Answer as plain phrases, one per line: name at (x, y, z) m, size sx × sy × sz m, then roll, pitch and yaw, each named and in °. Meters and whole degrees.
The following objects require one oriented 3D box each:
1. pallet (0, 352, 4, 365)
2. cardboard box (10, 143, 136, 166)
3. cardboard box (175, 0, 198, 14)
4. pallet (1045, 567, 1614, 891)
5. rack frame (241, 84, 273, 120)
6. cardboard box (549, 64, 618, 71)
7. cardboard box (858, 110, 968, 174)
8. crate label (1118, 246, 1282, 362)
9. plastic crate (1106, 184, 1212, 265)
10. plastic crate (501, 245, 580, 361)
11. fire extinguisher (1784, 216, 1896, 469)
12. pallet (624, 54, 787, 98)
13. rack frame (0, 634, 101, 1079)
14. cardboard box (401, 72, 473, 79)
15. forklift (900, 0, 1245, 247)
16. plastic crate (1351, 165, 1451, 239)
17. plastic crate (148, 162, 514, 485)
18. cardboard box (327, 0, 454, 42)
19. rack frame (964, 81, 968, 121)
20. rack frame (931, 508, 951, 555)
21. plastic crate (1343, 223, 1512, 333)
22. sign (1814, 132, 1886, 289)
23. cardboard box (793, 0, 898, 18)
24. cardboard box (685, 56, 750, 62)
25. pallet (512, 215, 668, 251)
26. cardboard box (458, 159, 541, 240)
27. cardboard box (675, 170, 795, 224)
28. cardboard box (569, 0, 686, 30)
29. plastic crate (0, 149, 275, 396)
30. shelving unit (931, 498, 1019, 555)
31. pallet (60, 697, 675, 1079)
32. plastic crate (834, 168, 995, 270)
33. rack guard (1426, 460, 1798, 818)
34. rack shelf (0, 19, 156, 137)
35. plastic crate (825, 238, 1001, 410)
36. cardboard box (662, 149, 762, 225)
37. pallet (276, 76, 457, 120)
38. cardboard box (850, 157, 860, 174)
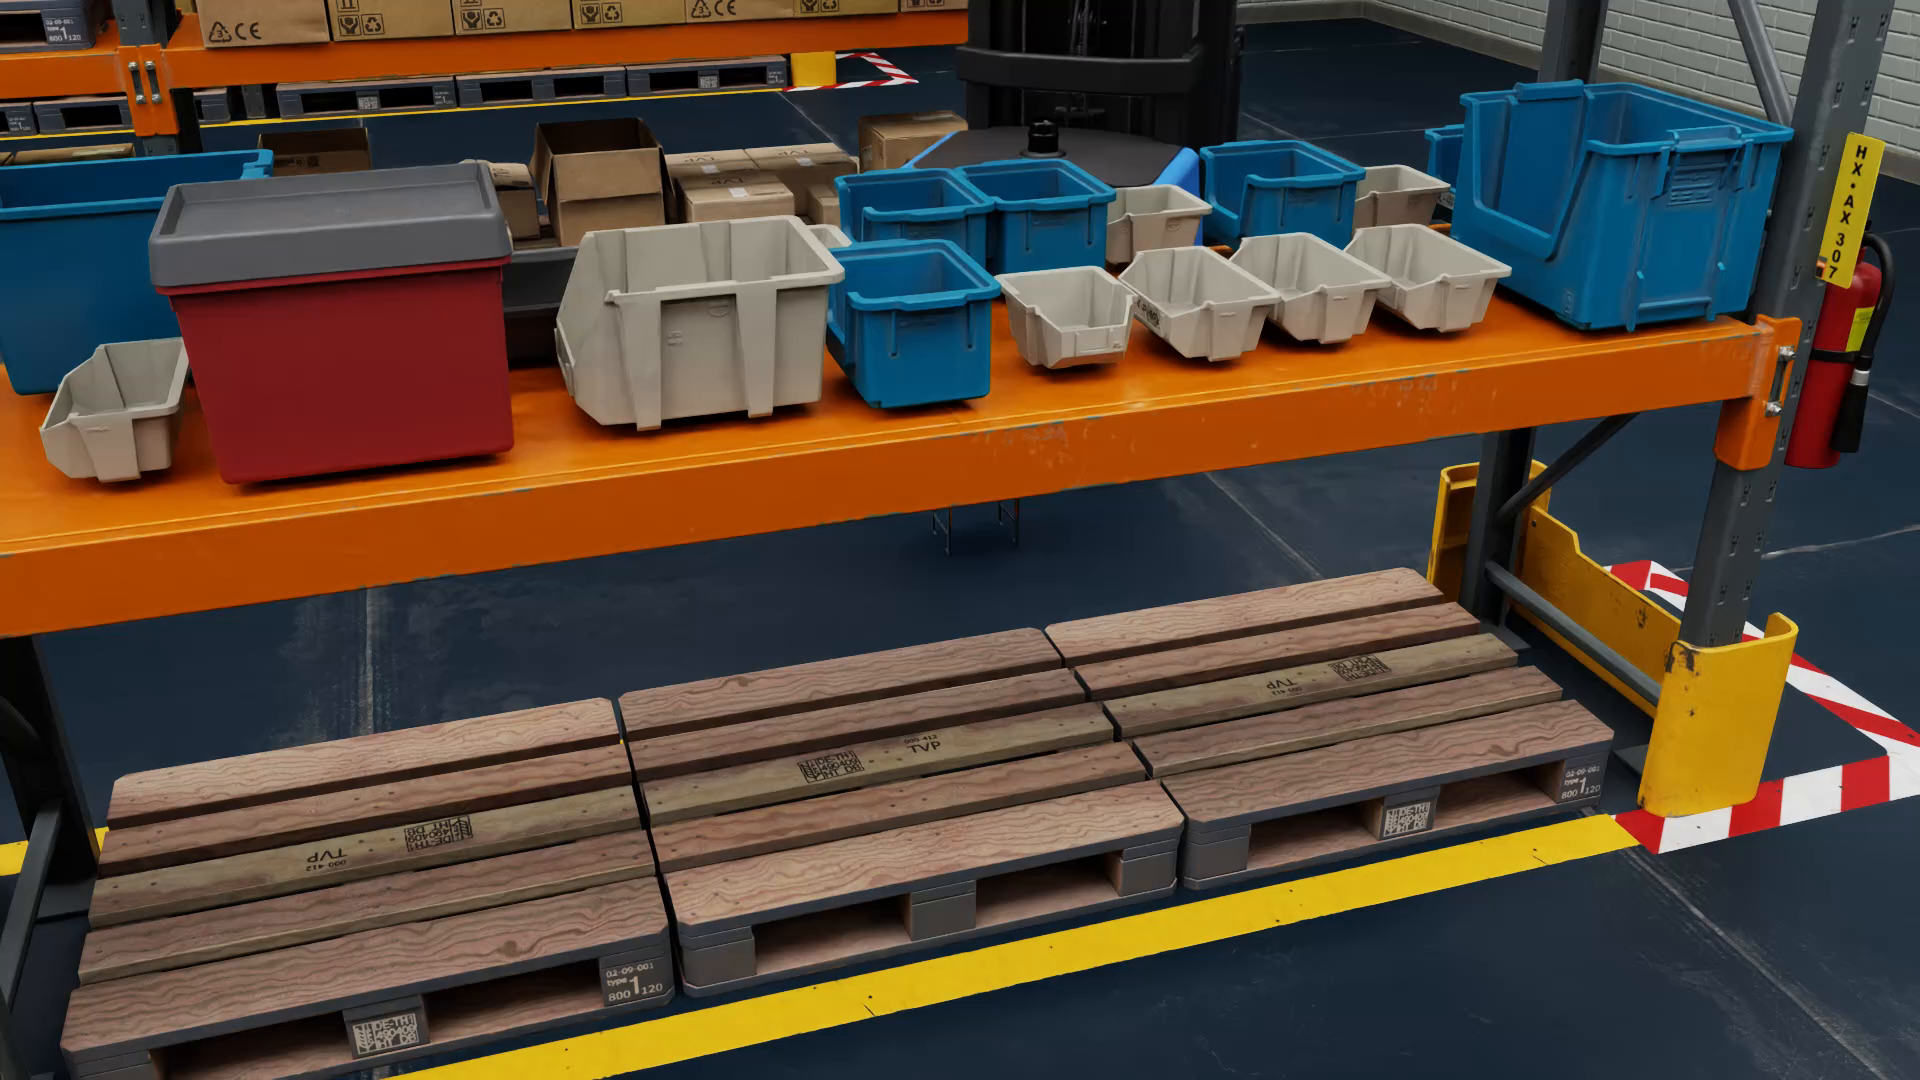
pallet at (-4.332, -1.046, 7.619) m, size 1.213 × 0.211 × 1.003 m, roll -8°, pitch 28°, yaw -16°
cardboard box at (-4.106, -1.537, 7.788) m, size 0.500 × 0.500 × 0.500 m, roll -10°, pitch 28°, yaw -18°
cardboard box at (-5.686, -3.597, 11.568) m, size 0.750 × 0.750 × 0.750 m, roll -8°, pitch 27°, yaw -15°
pallet at (0.967, 0.468, 4.571) m, size 1.213 × 0.211 × 1.003 m, roll -8°, pitch 28°, yaw -16°
rack frame at (-5.108, -4.517, 11.474) m, size 0.127 × 3.000 × 1.000 m, roll -8°, pitch 28°, yaw -16°
cardboard box at (-2.893, -3.859, 12.488) m, size 0.500 × 0.500 × 0.700 m, roll -9°, pitch 28°, yaw -18°
cardboard box at (-0.208, -1.872, 8.464) m, size 0.500 × 0.500 × 0.500 m, roll -8°, pitch 28°, yaw -16°
crate label at (0.507, -0.516, 3.645) m, size 0.243 × 0.136 × 0.396 m, roll -8°, pitch 28°, yaw -16°
plastic crate at (0.451, -0.790, 4.197) m, size 0.298 × 0.136 × 0.250 m, roll -8°, pitch 28°, yaw -16°
plastic crate at (-1.059, -0.499, 3.624) m, size 0.590 × 0.125 × 0.437 m, roll -8°, pitch 28°, yaw -16°
fire extinguisher at (2.048, -0.506, 3.901) m, size 0.183 × 0.674 × 0.296 m, roll -8°, pitch 28°, yaw -16°
pallet at (-2.041, -3.675, 12.916) m, size 1.213 × 0.211 × 1.003 m, roll -8°, pitch 28°, yaw -16°
rack frame at (-2.040, -0.328, 3.037) m, size 0.127 × 3.000 × 1.000 m, roll -8°, pitch 28°, yaw -16°
cardboard box at (-3.886, -3.713, 12.194) m, size 0.500 × 0.500 × 0.700 m, roll -9°, pitch 28°, yaw -17°
forklift at (0.640, -2.220, 6.926) m, size 1.130 × 2.935 × 3.031 m, roll 8°, pitch 27°, yaw 16°
plastic crate at (1.096, -0.883, 4.385) m, size 0.298 × 0.136 × 0.250 m, roll -8°, pitch 28°, yaw -16°
plastic crate at (-1.113, -0.400, 3.044) m, size 0.583 × 0.464 × 0.402 m, roll -8°, pitch 28°, yaw -16°
cardboard box at (-2.515, -2.494, 7.288) m, size 0.500 × 0.500 × 0.500 m, roll -8°, pitch 27°, yaw -15°
rack frame at (0.233, -2.973, 8.366) m, size 0.127 × 3.000 × 1.000 m, roll -8°, pitch 28°, yaw -16°
rack frame at (-0.065, -0.461, 5.498) m, size 0.008 × 1.050 × 0.200 m, roll -8°, pitch 28°, yaw -16°
plastic crate at (1.044, -0.599, 3.811) m, size 0.243 × 0.136 × 0.396 m, roll -8°, pitch 28°, yaw -16°
sign at (1.949, -0.721, 3.646) m, size 0.005 × 0.325 × 0.100 m, roll -8°, pitch 28°, yaw -16°
cardboard box at (-0.601, -2.769, 7.841) m, size 0.500 × 0.500 × 0.500 m, roll -8°, pitch 28°, yaw -16°
cardboard box at (-1.939, -3.997, 12.767) m, size 0.500 × 0.500 × 0.700 m, roll -8°, pitch 28°, yaw -16°
pallet at (-1.755, -1.437, 8.408) m, size 1.213 × 0.211 × 1.003 m, roll -8°, pitch 28°, yaw -16°
cardboard box at (-2.403, -1.717, 8.364) m, size 0.500 × 0.311 × 0.500 m, roll -8°, pitch 28°, yaw -16°
cardboard box at (-1.120, -1.642, 8.281) m, size 0.500 × 0.250 × 0.500 m, roll -8°, pitch 28°, yaw -16°
cardboard box at (-1.556, -2.633, 7.568) m, size 0.500 × 0.500 × 0.500 m, roll -9°, pitch 28°, yaw -17°
plastic crate at (-1.702, -0.556, 3.447) m, size 0.575 × 0.384 × 0.392 m, roll -8°, pitch 28°, yaw -16°
shelving unit at (0.051, -0.478, 5.531) m, size 0.252 × 1.050 × 0.215 m, roll -8°, pitch 28°, yaw -16°
pallet at (-1.353, 0.804, 3.894) m, size 1.213 × 0.211 × 1.003 m, roll -8°, pitch 28°, yaw -16°
plastic crate at (-0.111, -0.713, 3.934) m, size 0.300 × 0.233 × 0.416 m, roll -8°, pitch 28°, yaw -16°
rack guard at (1.782, 0.232, 4.720) m, size 0.348 × 0.500 × 1.175 m, roll -8°, pitch 28°, yaw -16°
rack shelf at (-5.472, -1.825, 6.862) m, size 4.000 × 0.370 × 1.077 m, roll -8°, pitch 28°, yaw -16°
plastic crate at (-0.110, -0.439, 3.382) m, size 0.300 × 0.233 × 0.416 m, roll -8°, pitch 28°, yaw -16°
cardboard box at (-1.323, -1.846, 8.693) m, size 0.500 × 0.250 × 0.500 m, roll -8°, pitch 28°, yaw -16°
pallet at (-4.361, -3.339, 12.239) m, size 1.213 × 0.211 × 1.003 m, roll -8°, pitch 28°, yaw -16°
cardboard box at (-0.509, -1.955, 9.006) m, size 0.250 × 0.166 × 0.380 m, roll -8°, pitch 28°, yaw -16°
